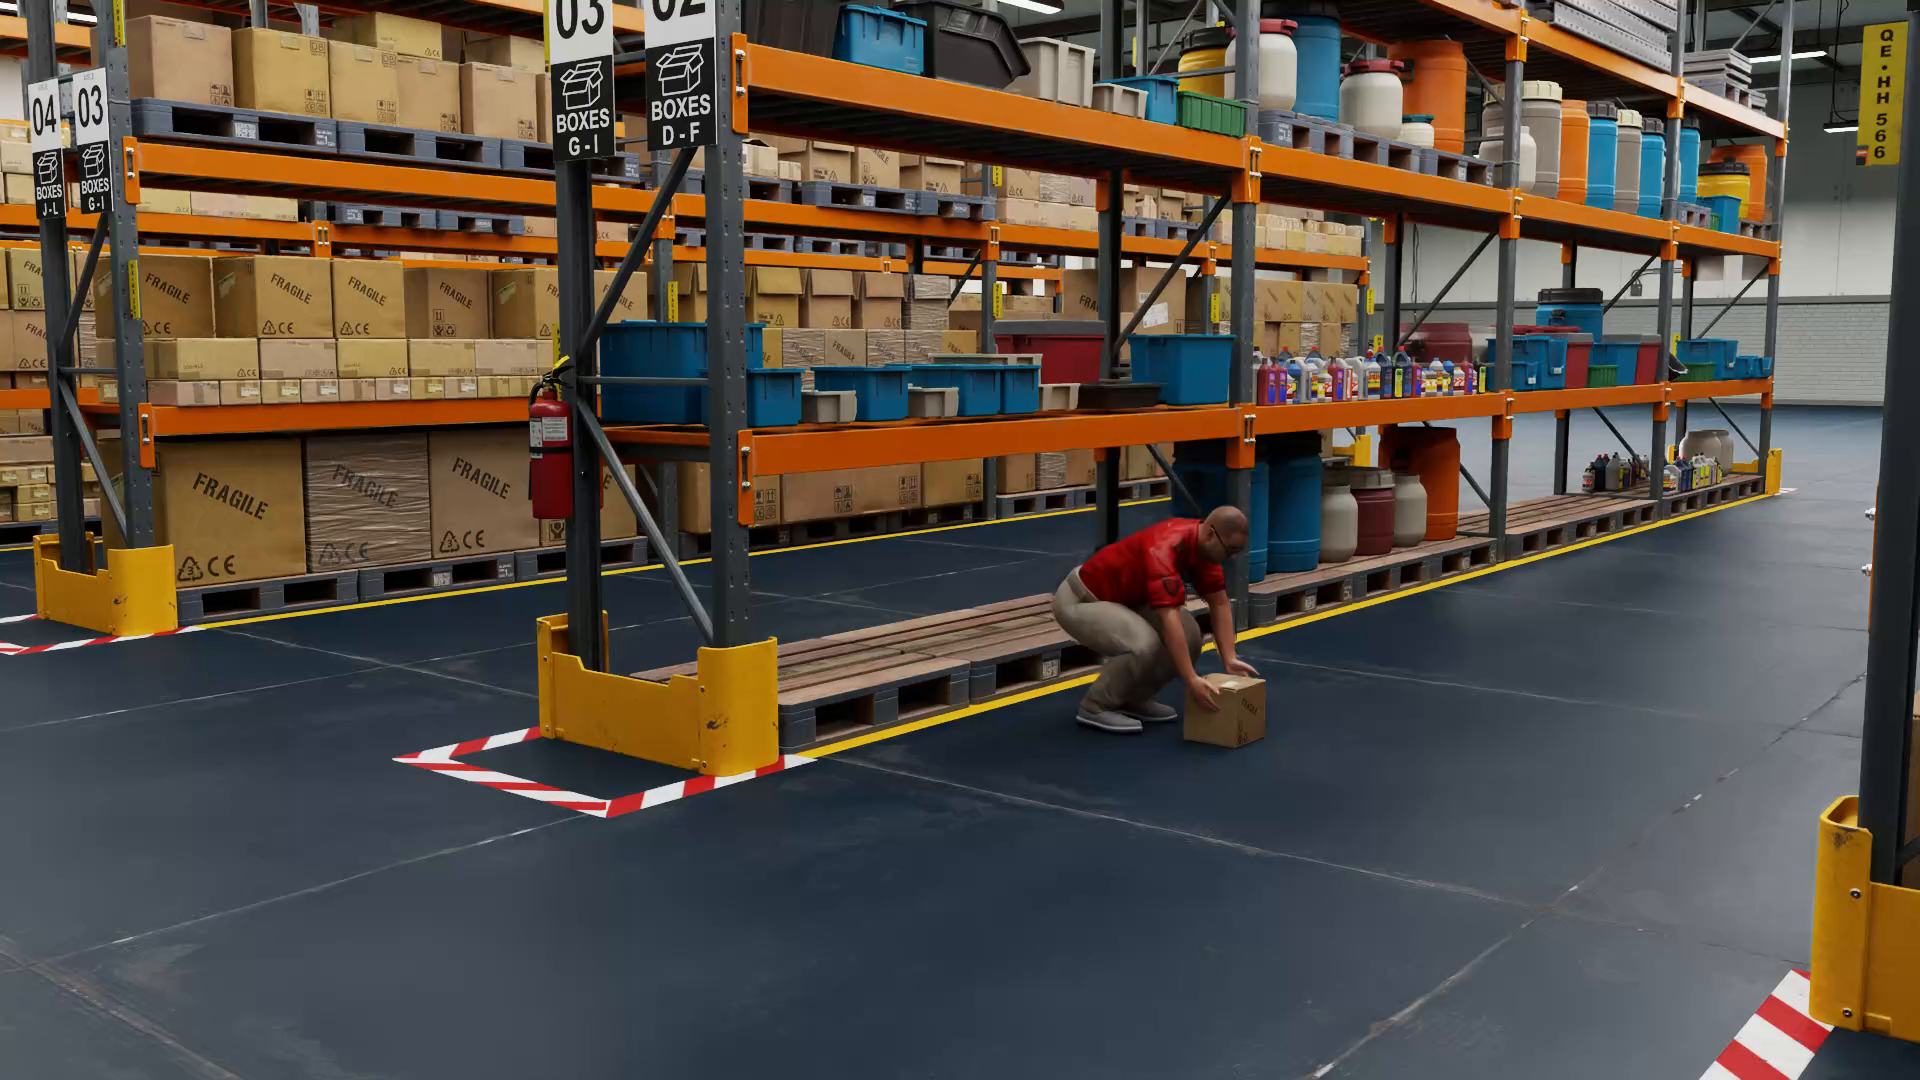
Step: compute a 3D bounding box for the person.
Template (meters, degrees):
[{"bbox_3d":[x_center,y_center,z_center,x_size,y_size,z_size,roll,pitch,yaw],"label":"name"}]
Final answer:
[{"bbox_3d":[0.848,0.326,7.224,0.869,0.990,0.570,5,8,38],"label":"person"}]
